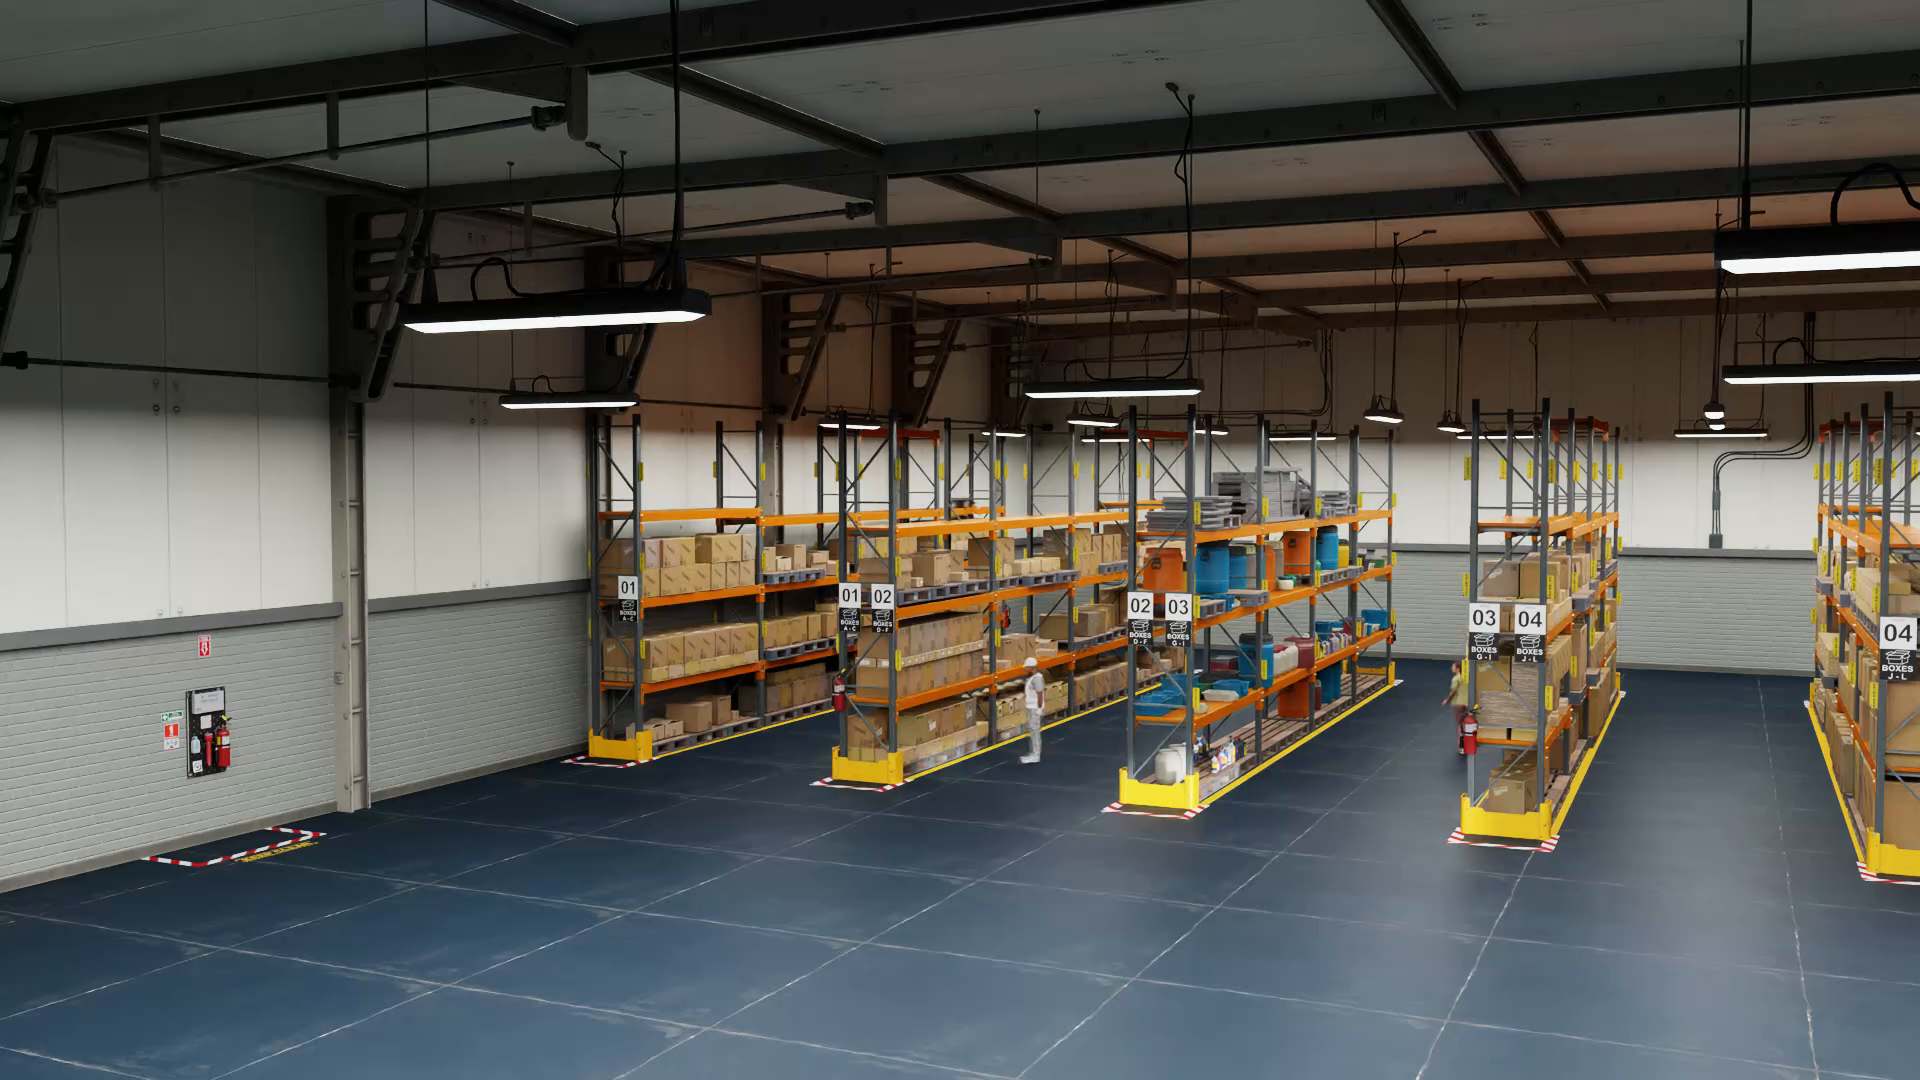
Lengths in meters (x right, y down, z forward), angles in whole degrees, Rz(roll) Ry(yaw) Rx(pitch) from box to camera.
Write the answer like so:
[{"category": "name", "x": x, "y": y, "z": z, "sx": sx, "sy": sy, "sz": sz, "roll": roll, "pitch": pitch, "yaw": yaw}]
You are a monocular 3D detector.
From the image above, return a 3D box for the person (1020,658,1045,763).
[{"category": "person", "x": 1.244, "y": 2.926, "z": 28.665, "sx": 0.425, "sy": 1.781, "sz": 0.651, "roll": 0, "pitch": 2, "yaw": -6}]

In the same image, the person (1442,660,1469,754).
[{"category": "person", "x": 8.931, "y": 3.000, "z": 29.589, "sx": 0.566, "sy": 1.715, "sz": 0.535, "roll": 0, "pitch": 2, "yaw": -11}]

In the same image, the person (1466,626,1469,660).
[{"category": "person", "x": 11.043, "y": 2.649, "z": 35.688, "sx": 0.591, "sy": 1.788, "sz": 0.461, "roll": -1, "pitch": 3, "yaw": -29}]
